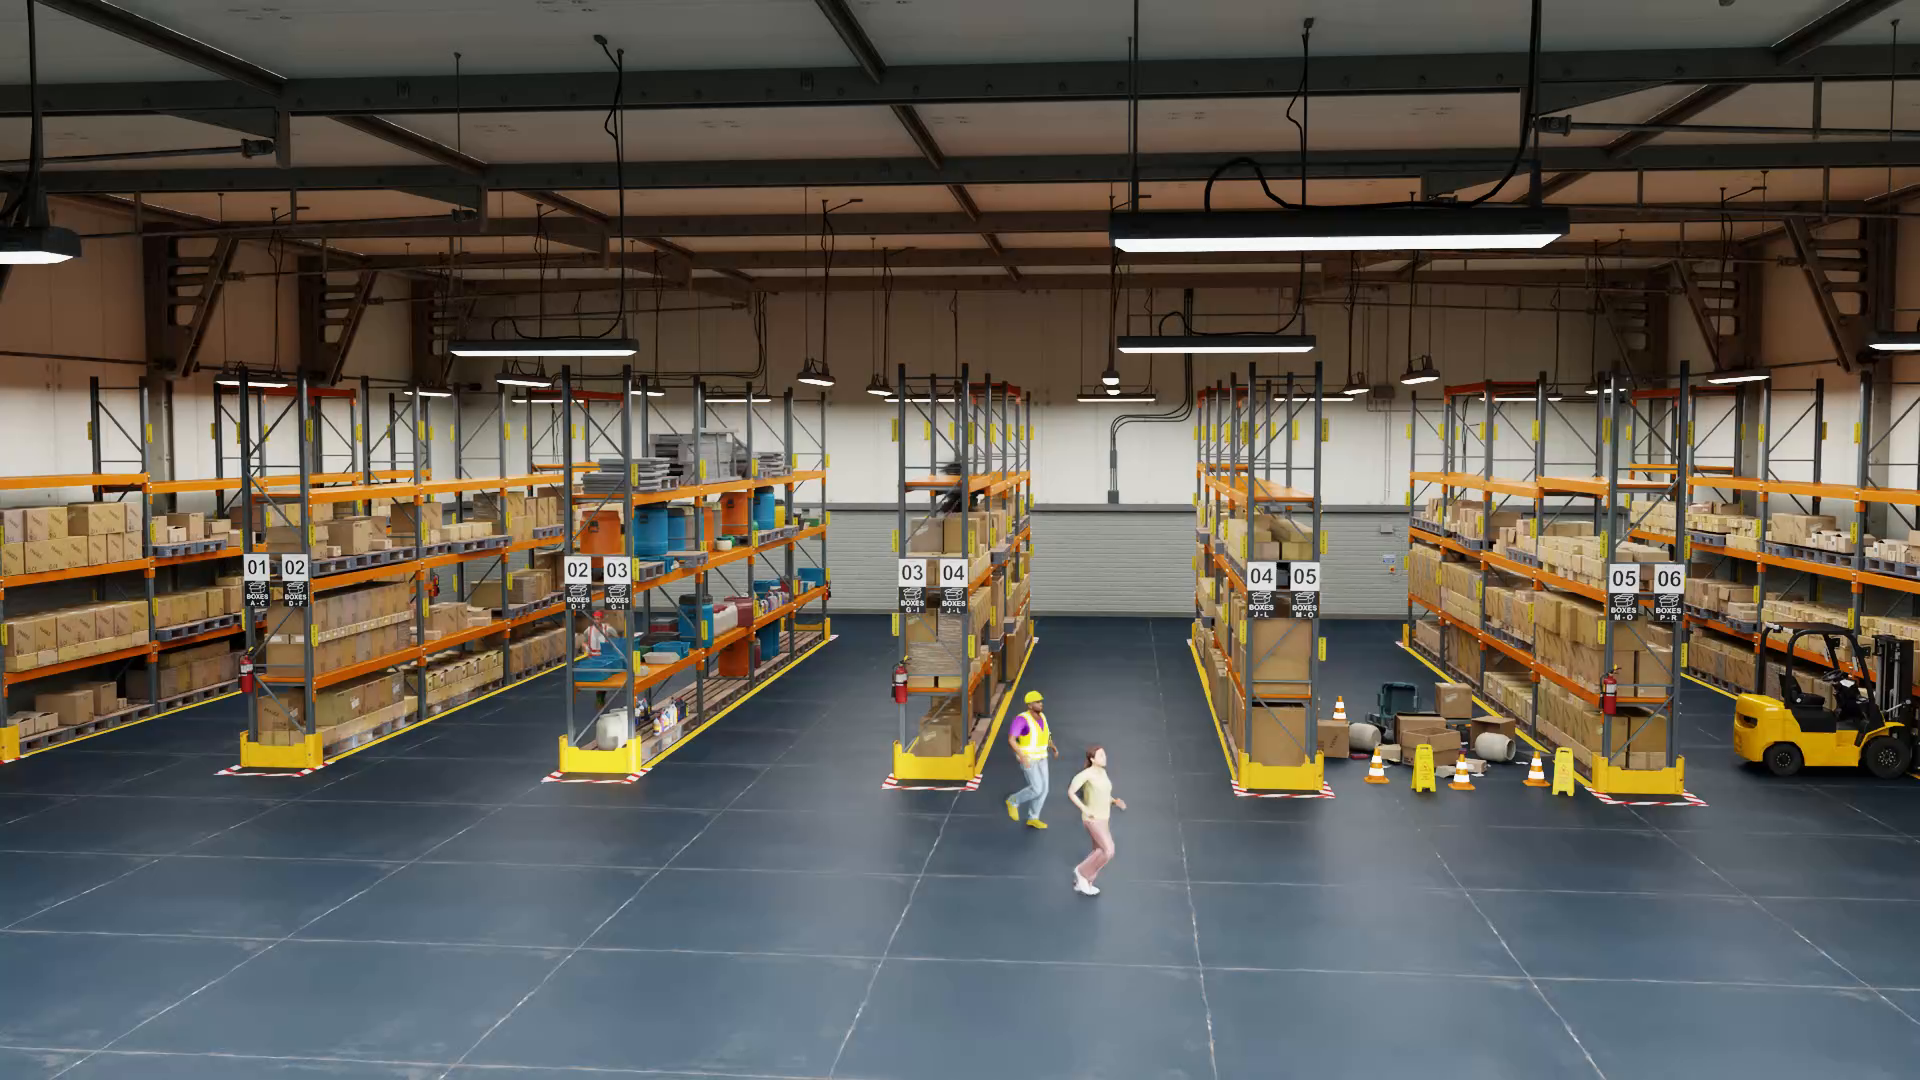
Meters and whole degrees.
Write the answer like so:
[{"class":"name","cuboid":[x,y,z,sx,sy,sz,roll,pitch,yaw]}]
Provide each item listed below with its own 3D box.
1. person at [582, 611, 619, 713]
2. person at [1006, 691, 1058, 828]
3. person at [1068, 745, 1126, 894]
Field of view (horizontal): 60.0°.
[{"class":"person","cuboid":[-6.525,2.190,30.062,0.602,1.838,0.801,0,4,5]},{"class":"person","cuboid":[0.901,2.782,21.196,0.578,1.738,0.719,3,5,40]},{"class":"person","cuboid":[1.489,3.023,17.955,0.556,1.628,0.555,3,4,34]}]
